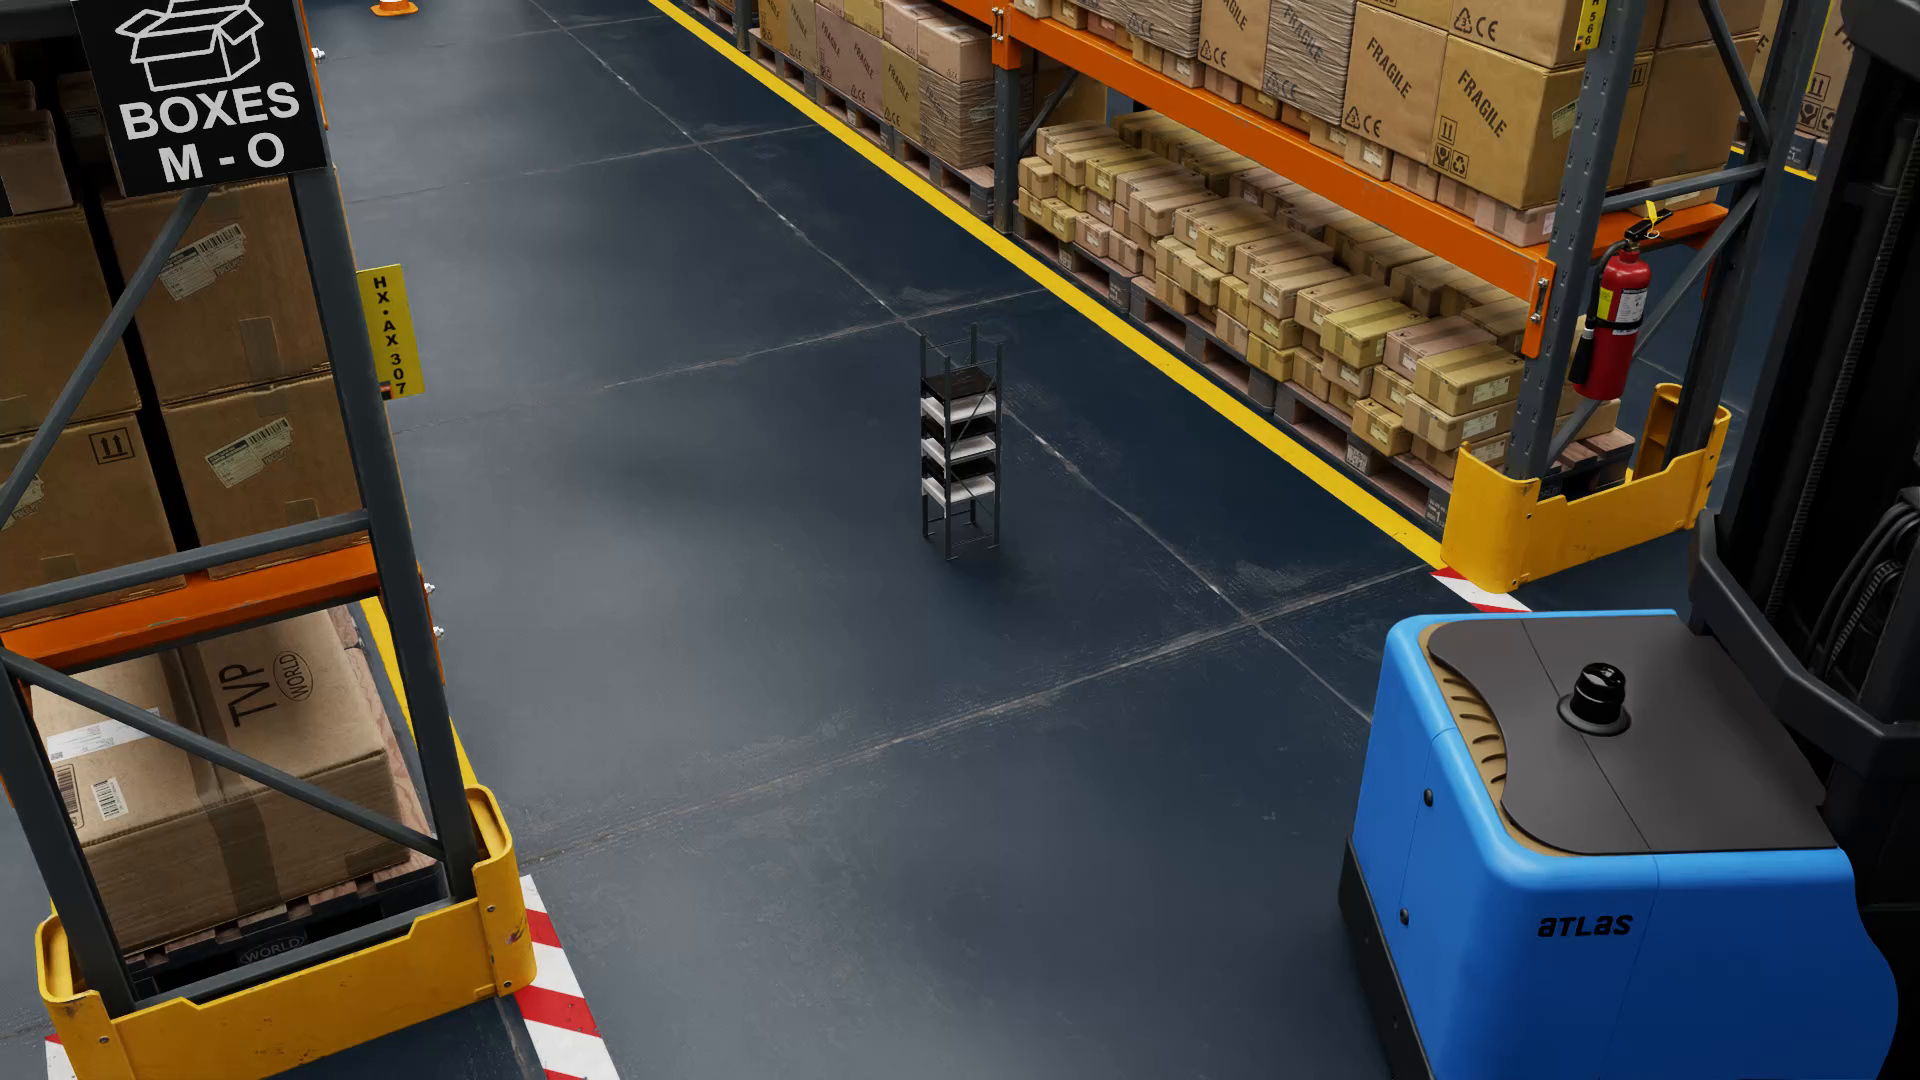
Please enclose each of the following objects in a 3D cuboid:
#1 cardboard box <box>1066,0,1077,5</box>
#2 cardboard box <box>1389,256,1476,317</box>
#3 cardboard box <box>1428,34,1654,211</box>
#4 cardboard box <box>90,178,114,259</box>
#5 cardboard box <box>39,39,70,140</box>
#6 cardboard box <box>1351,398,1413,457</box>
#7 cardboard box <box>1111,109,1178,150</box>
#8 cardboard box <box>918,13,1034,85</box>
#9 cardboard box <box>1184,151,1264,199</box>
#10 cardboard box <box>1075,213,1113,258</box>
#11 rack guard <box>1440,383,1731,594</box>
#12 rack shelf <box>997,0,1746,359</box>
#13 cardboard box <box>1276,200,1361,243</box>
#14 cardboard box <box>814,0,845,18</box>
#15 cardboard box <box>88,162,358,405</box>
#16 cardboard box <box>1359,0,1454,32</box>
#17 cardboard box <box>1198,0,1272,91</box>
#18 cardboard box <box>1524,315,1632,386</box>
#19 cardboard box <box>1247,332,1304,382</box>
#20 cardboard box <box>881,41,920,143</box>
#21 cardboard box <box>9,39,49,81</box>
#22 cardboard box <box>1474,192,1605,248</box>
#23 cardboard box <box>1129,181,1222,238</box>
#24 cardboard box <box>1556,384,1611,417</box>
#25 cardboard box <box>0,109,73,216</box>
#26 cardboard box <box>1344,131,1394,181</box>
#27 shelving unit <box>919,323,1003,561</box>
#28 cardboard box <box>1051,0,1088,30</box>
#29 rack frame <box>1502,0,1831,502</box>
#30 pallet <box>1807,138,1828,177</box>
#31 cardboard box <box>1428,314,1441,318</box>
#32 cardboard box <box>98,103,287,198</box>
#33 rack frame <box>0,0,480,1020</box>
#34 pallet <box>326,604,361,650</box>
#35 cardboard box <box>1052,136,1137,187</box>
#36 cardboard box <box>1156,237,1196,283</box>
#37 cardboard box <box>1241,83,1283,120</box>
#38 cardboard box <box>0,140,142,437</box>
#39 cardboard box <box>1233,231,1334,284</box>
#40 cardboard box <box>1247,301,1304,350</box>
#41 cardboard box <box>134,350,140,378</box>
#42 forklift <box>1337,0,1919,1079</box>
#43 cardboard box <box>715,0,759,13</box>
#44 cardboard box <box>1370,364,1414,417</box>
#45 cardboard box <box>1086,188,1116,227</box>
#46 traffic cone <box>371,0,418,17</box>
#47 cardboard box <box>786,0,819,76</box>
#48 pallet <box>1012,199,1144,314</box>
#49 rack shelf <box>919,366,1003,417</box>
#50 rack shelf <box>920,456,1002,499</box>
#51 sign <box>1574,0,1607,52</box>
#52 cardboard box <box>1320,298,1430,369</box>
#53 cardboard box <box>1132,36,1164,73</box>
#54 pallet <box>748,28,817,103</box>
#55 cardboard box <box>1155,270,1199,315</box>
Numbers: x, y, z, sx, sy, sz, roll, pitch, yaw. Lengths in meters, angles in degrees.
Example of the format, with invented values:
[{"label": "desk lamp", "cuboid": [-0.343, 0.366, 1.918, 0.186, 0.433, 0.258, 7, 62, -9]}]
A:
[{"label": "cardboard box", "cuboid": [0.669, -3.011, 8.301, 0.500, 0.500, 0.500, -17, 36, -24]}, {"label": "cardboard box", "cuboid": [2.154, -1.148, 7.464, 0.380, 0.149, 0.250, -18, 37, -25]}, {"label": "cardboard box", "cuboid": [2.089, -1.552, 6.023, 0.500, 0.500, 0.500, -15, 36, -22]}, {"label": "cardboard box", "cuboid": [-2.506, -1.001, 5.440, 0.500, 0.500, 0.500, -15, 35, -22]}, {"label": "cardboard box", "cuboid": [-2.971, -1.294, 4.970, 0.500, 0.500, 0.500, -16, 36, -23]}, {"label": "cardboard box", "cuboid": [1.887, -0.507, 7.014, 0.380, 0.149, 0.250, -15, 35, -22]}, {"label": "cardboard box", "cuboid": [1.057, -2.266, 9.208, 0.380, 0.149, 0.250, -15, 36, -22]}, {"label": "cardboard box", "cuboid": [0.090, -2.875, 9.690, 0.500, 0.250, 0.500, -17, 36, -24]}, {"label": "cardboard box", "cuboid": [1.386, -1.894, 8.627, 0.380, 0.149, 0.250, -15, 35, -22]}, {"label": "cardboard box", "cuboid": [0.833, -1.633, 8.771, 0.380, 0.149, 0.250, -16, 36, -23]}, {"label": "rack guard", "cuboid": [2.491, -0.218, 6.627, 1.175, 0.500, 0.348, -16, 36, -23]}, {"label": "rack shelf", "cuboid": [1.594, -1.886, 7.580, 1.077, 0.370, 4.000, -16, 36, -23]}, {"label": "cardboard box", "cuboid": [1.749, -1.516, 8.038, 0.380, 0.149, 0.250, -16, 36, -23]}, {"label": "cardboard box", "cuboid": [-0.641, -3.621, 10.854, 0.500, 0.250, 0.500, -16, 36, -23]}, {"label": "cardboard box", "cuboid": [-1.778, -0.705, 4.051, 0.500, 0.500, 0.500, -17, 36, -24]}, {"label": "cardboard box", "cuboid": [1.856, -2.221, 6.140, 0.500, 0.500, 0.500, -17, 36, -25]}, {"label": "cardboard box", "cuboid": [1.385, -2.279, 7.158, 0.500, 0.500, 0.500, -14, 35, -21]}, {"label": "cardboard box", "cuboid": [2.582, -0.797, 6.915, 0.380, 0.149, 0.250, -18, 37, -25]}, {"label": "cardboard box", "cuboid": [1.539, -0.875, 7.589, 0.380, 0.149, 0.250, -18, 37, -25]}, {"label": "cardboard box", "cuboid": [-0.146, -2.803, 10.272, 0.500, 0.500, 0.500, -17, 36, -24]}, {"label": "cardboard box", "cuboid": [-2.625, -1.289, 4.360, 0.380, 0.149, 0.250, -16, 36, -24]}, {"label": "cardboard box", "cuboid": [2.124, -1.213, 6.096, 0.380, 0.149, 0.250, -16, 36, -23]}, {"label": "cardboard box", "cuboid": [1.064, -1.639, 8.229, 0.380, 0.149, 0.250, -15, 36, -22]}, {"label": "cardboard box", "cuboid": [2.509, -0.651, 6.963, 0.380, 0.149, 0.250, -14, 35, -21]}, {"label": "cardboard box", "cuboid": [-2.150, -0.798, 3.595, 0.380, 0.149, 0.250, -15, 36, -22]}, {"label": "cardboard box", "cuboid": [1.771, -1.573, 6.658, 0.380, 0.149, 0.250, -15, 36, -22]}, {"label": "shelving unit", "cuboid": [0.004, -0.375, 6.501, 0.258, 0.900, 0.210, -16, 36, -23]}, {"label": "cardboard box", "cuboid": [0.690, -2.716, 8.441, 0.380, 0.149, 0.250, -15, 36, -22]}, {"label": "rack frame", "cuboid": [2.526, -1.235, 5.896, 1.000, 3.000, 0.127, -16, 36, -23]}, {"label": "pallet", "cuboid": [5.954, -2.203, 9.993, 1.003, 0.211, 1.213, -16, 36, -23]}, {"label": "cardboard box", "cuboid": [2.215, -1.040, 7.571, 0.380, 0.149, 0.250, -15, 35, -22]}, {"label": "cardboard box", "cuboid": [-1.727, -0.917, 3.779, 0.380, 0.149, 0.250, -15, 36, -22]}, {"label": "rack frame", "cuboid": [-1.806, 0.059, 3.878, 1.000, 3.000, 0.127, -16, 36, -23]}, {"label": "pallet", "cuboid": [-2.813, 0.289, 6.103, 1.003, 0.211, 1.213, -16, 36, -23]}, {"label": "cardboard box", "cuboid": [0.714, -2.008, 8.805, 0.380, 0.149, 0.250, -14, 35, -21]}, {"label": "cardboard box", "cuboid": [1.182, -1.383, 8.106, 0.380, 0.149, 0.250, -16, 36, -23]}, {"label": "cardboard box", "cuboid": [1.463, -1.973, 7.281, 0.380, 0.149, 0.250, -15, 36, -22]}, {"label": "cardboard box", "cuboid": [-2.241, -0.575, 3.847, 0.500, 0.500, 0.500, -15, 35, -22]}, {"label": "cardboard box", "cuboid": [1.492, -1.284, 7.675, 0.380, 0.149, 0.250, -17, 36, -25]}, {"label": "cardboard box", "cuboid": [1.531, -1.008, 7.520, 0.380, 0.149, 0.250, -15, 36, -22]}, {"label": "cardboard box", "cuboid": [-2.734, -0.633, 4.865, 0.500, 0.500, 0.500, -15, 36, -22]}, {"label": "forklift", "cuboid": [2.654, 0.094, 3.886, 3.031, 2.935, 1.130, -1, 33, -2]}, {"label": "cardboard box", "cuboid": [-1.408, -4.595, 12.838, 1.050, 0.750, 0.750, -16, 36, -24]}, {"label": "cardboard box", "cuboid": [1.953, -0.655, 6.969, 0.380, 0.149, 0.250, -17, 36, -24]}, {"label": "cardboard box", "cuboid": [0.890, -1.786, 8.735, 0.380, 0.149, 0.250, -16, 36, -23]}, {"label": "traffic cone", "cuboid": [-4.564, -4.473, 13.303, 0.336, 0.463, 0.334, -16, 36, -23]}, {"label": "cardboard box", "cuboid": [-0.862, -3.536, 11.416, 0.500, 0.500, 0.500, -15, 36, -23]}, {"label": "pallet", "cuboid": [1.005, -1.658, 9.142, 1.003, 0.211, 1.213, -16, 36, -23]}, {"label": "rack shelf", "cuboid": [0.004, -0.574, 6.374, 0.258, 0.077, 0.200, -16, 36, -23]}, {"label": "rack shelf", "cuboid": [0.004, -0.271, 6.568, 0.258, 0.077, 0.200, -16, 36, -23]}, {"label": "sign", "cuboid": [2.026, -1.725, 5.296, 0.100, 0.325, 0.005, -16, 36, -23]}, {"label": "cardboard box", "cuboid": [1.755, -0.876, 7.039, 0.380, 0.149, 0.250, -17, 36, -24]}, {"label": "cardboard box", "cuboid": [1.042, -2.334, 7.845, 0.380, 0.149, 0.250, -15, 36, -22]}, {"label": "pallet", "cuboid": [-0.841, -3.505, 12.025, 1.003, 0.211, 1.213, -16, 36, -23]}, {"label": "cardboard box", "cuboid": [1.187, -1.256, 8.184, 0.380, 0.149, 0.250, -17, 36, -24]}]
